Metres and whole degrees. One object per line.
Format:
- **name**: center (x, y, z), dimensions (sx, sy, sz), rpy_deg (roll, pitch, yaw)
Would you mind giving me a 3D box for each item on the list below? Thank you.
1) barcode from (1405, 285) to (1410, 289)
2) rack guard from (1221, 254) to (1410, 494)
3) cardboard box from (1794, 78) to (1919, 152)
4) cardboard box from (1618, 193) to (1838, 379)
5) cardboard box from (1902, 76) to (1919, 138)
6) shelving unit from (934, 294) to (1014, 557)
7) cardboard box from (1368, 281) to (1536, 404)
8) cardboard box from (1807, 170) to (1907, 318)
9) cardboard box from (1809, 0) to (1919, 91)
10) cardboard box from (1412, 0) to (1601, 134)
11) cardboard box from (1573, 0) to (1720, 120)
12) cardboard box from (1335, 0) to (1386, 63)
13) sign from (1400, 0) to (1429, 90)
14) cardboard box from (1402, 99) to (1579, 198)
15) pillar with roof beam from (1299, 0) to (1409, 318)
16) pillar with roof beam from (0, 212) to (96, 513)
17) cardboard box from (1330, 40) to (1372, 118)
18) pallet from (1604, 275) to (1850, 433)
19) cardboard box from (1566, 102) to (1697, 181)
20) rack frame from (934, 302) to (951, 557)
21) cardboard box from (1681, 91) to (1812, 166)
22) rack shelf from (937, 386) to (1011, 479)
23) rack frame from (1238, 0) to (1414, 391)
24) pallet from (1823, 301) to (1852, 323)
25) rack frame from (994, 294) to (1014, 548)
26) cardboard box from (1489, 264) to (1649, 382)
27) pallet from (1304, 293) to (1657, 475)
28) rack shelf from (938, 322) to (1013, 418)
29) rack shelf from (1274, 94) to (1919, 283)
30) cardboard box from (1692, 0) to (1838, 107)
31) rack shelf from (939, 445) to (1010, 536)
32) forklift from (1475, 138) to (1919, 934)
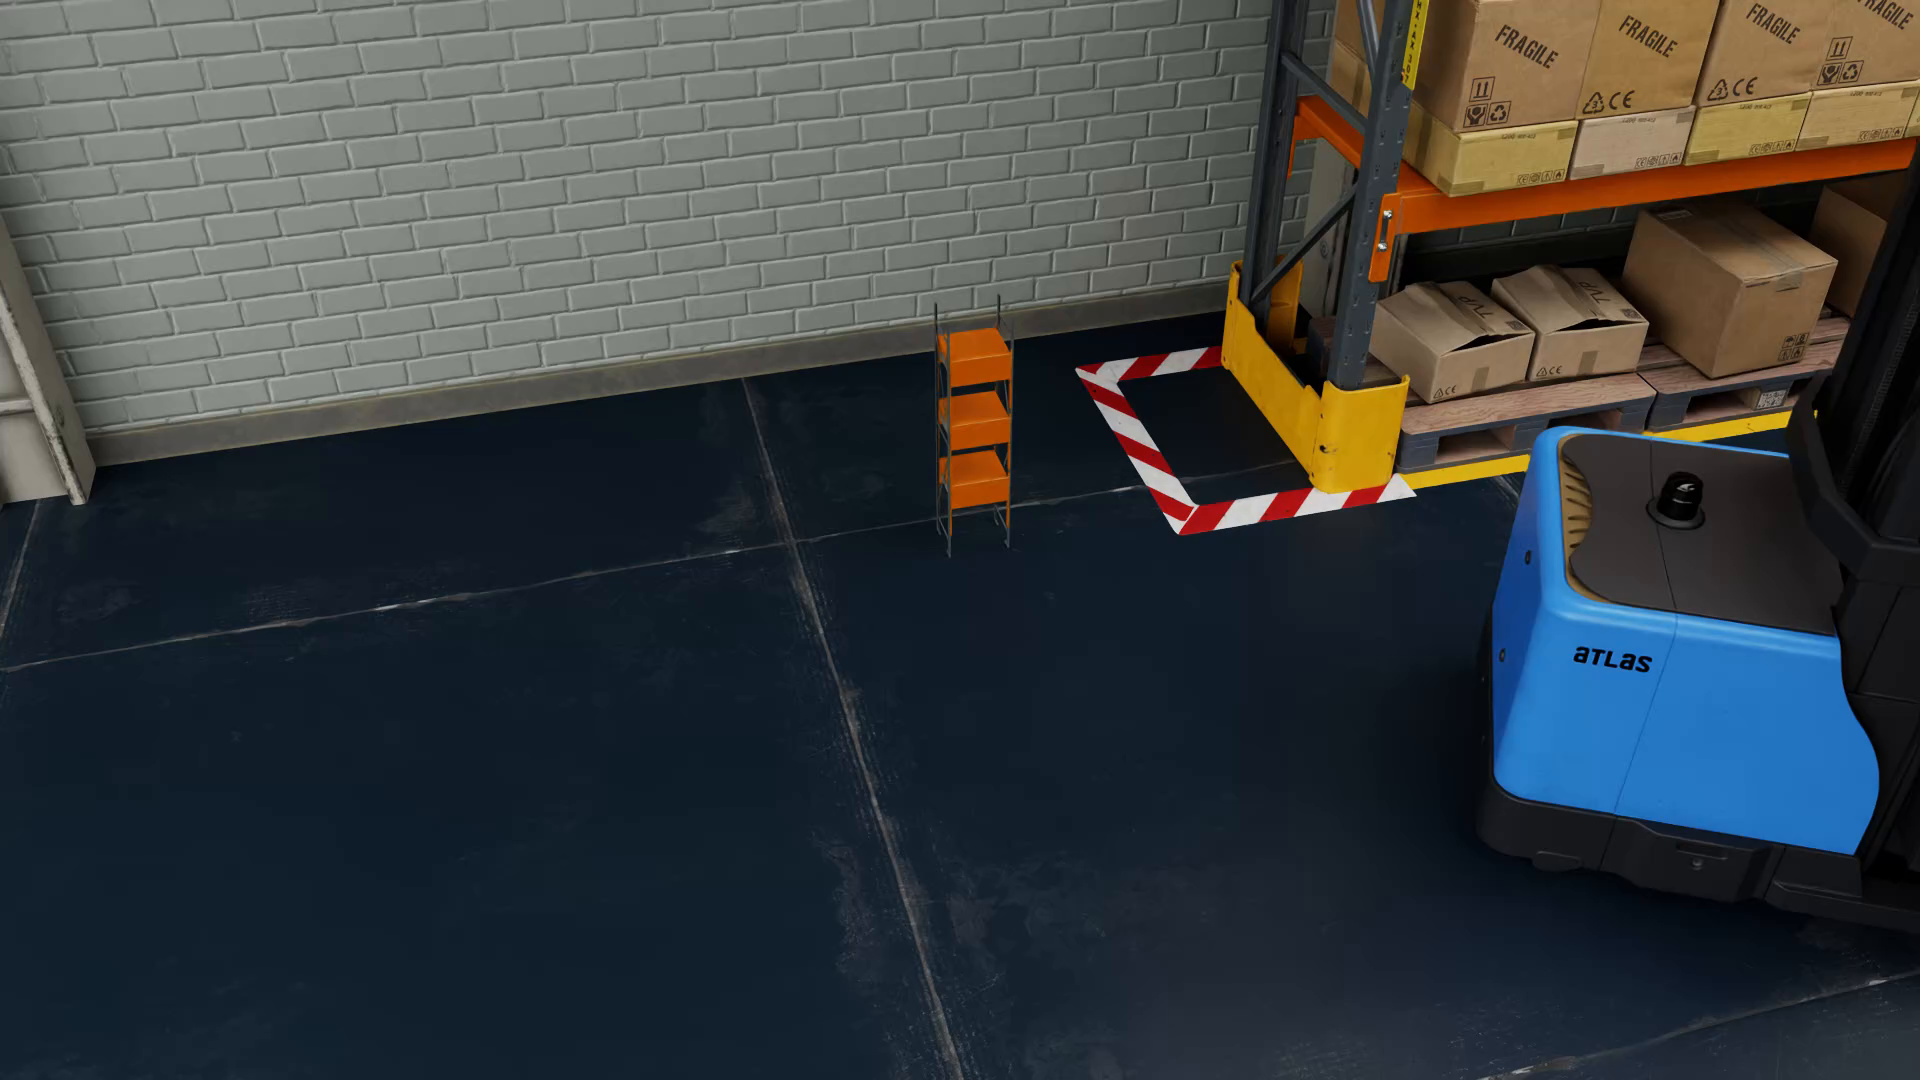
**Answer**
- **barcode**: center (2.066, -1.140, 7.615), dimensions (0.075, 0.075, 0.001), rpy_deg (-9, 38, -12)
- **rack guard**: center (1.535, -0.755, 7.325), dimensions (0.348, 0.500, 1.175), rpy_deg (-9, 38, -12)
- **cardboard box**: center (3.495, -1.822, 6.770), dimensions (0.500, 0.250, 0.500), rpy_deg (-9, 38, -12)
- **cardboard box**: center (3.425, -1.152, 7.482), dimensions (0.500, 0.500, 0.700), rpy_deg (-12, 39, -15)
- **cardboard box**: center (3.980, -1.902, 6.875), dimensions (0.500, 0.250, 0.500), rpy_deg (-10, 38, -12)
- **shelving unit**: center (0.052, -0.425, 6.442), dimensions (0.252, 1.050, 0.215), rpy_deg (-9, 38, -12)
- **cardboard box**: center (2.153, -0.899, 7.308), dimensions (0.500, 0.311, 0.500), rpy_deg (-14, 39, -17)
- **cardboard box**: center (4.332, -1.363, 7.759), dimensions (0.500, 0.500, 0.500), rpy_deg (-12, 39, -15)
- **cardboard box**: center (3.476, -2.121, 6.543), dimensions (0.500, 0.500, 0.500), rpy_deg (-8, 38, -11)
- **cardboard box**: center (2.001, -1.881, 6.230), dimensions (0.500, 0.500, 0.500), rpy_deg (-9, 38, -12)
- **cardboard box**: center (2.480, -1.954, 6.325), dimensions (0.500, 0.500, 0.500), rpy_deg (-9, 38, -12)
- **cardboard box**: center (1.861, -2.181, 6.622), dimensions (0.500, 0.500, 0.500), rpy_deg (-10, 38, -12)
- **sign**: center (1.603, -1.761, 5.871), dimensions (0.005, 0.325, 0.100), rpy_deg (-9, 38, -12)
- **cardboard box**: center (2.015, -1.575, 6.447), dimensions (0.500, 0.250, 0.500), rpy_deg (-10, 39, -13)
- **pillar with roof beam**: center (3.034, -2.212, 2.235), dimensions (0.400, 9.000, 9.100), rpy_deg (-9, 38, -12)
- **pillar with roof beam**: center (-2.758, -1.261, 0.992), dimensions (0.400, 9.000, 9.100), rpy_deg (-9, 38, -12)
- **cardboard box**: center (1.862, -1.872, 6.835), dimensions (0.500, 0.250, 0.500), rpy_deg (-9, 38, -11)
- **pallet**: center (3.504, -0.939, 7.804), dimensions (1.213, 0.211, 1.003), rpy_deg (-9, 38, -12)
- **cardboard box**: center (2.513, -1.666, 6.566), dimensions (0.500, 0.250, 0.500), rpy_deg (-10, 39, -13)
- **rack frame**: center (-0.066, -0.406, 6.417), dimensions (0.008, 1.050, 0.200), rpy_deg (-9, 38, -12)
- **cardboard box**: center (3.006, -1.743, 6.667), dimensions (0.500, 0.250, 0.500), rpy_deg (-10, 39, -13)
- **rack shelf**: center (0.052, -0.417, 6.449), dimensions (0.240, 0.259, 0.215), rpy_deg (-9, 38, -12)
- **rack frame**: center (1.461, -1.736, 6.550), dimensions (0.127, 3.000, 1.000), rpy_deg (-9, 38, -12)
- **pallet**: center (4.684, -1.135, 8.060), dimensions (1.213, 0.211, 1.003), rpy_deg (-9, 38, -12)
- **rack frame**: center (0.169, -0.445, 6.467), dimensions (0.008, 1.050, 0.200), rpy_deg (-9, 38, -12)
- **cardboard box**: center (2.703, -0.990, 7.426), dimensions (0.500, 0.311, 0.500), rpy_deg (-6, 38, -8)
- **pallet**: center (2.328, -0.748, 7.554), dimensions (1.213, 0.211, 1.003), rpy_deg (-9, 38, -12)
- **rack shelf**: center (0.052, -0.642, 6.276), dimensions (0.240, 0.259, 0.215), rpy_deg (-9, 38, -12)
- **rack shelf**: center (3.392, -1.767, 7.183), dimensions (4.000, 0.370, 1.077), rpy_deg (-9, 38, -12)
- **cardboard box**: center (2.981, -2.032, 6.427), dimensions (0.500, 0.500, 0.500), rpy_deg (-11, 39, -13)
- **rack shelf**: center (0.052, -0.196, 6.617), dimensions (0.240, 0.259, 0.215), rpy_deg (-9, 38, -12)
- **forklift**: center (3.250, -0.203, 4.604), dimensions (3.031, 2.935, 1.130), rpy_deg (9, 38, 11)
